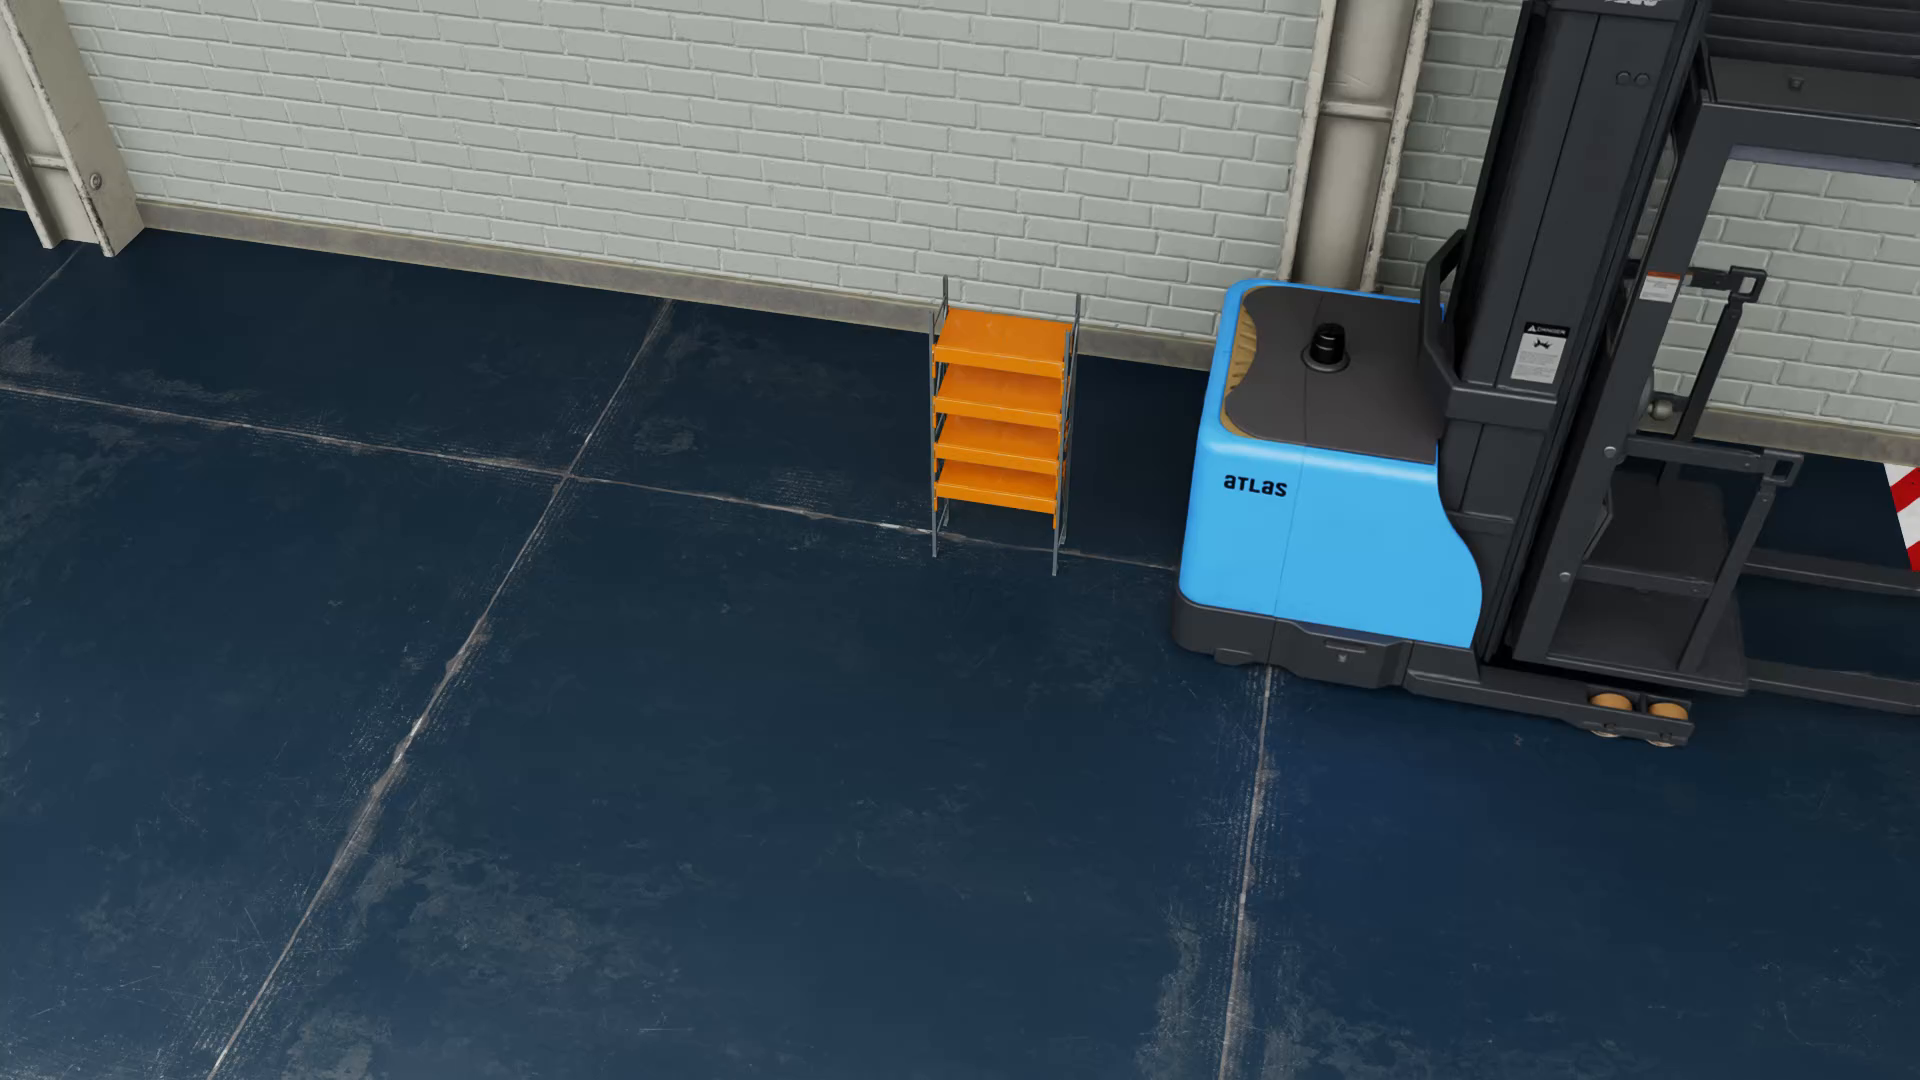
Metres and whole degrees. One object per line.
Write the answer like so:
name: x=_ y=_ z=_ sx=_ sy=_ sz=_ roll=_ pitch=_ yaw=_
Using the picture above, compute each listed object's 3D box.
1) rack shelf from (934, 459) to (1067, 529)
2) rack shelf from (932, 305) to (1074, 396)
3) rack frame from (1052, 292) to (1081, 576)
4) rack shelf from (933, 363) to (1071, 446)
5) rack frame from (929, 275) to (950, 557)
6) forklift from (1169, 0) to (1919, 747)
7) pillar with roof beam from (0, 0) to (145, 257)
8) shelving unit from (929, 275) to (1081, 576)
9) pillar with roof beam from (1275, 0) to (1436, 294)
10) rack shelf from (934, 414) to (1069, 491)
rack shelf: x=0.162 y=-0.216 z=6.492 sx=0.480 sy=0.148 sz=0.258 roll=9 pitch=45 yaw=9
rack shelf: x=0.162 y=-0.690 z=6.035 sx=0.480 sy=0.148 sz=0.258 roll=9 pitch=45 yaw=9
rack frame: x=0.400 y=-0.370 z=6.269 sx=0.015 sy=1.200 sz=0.240 roll=9 pitch=45 yaw=9
rack shelf: x=0.162 y=-0.520 z=6.199 sx=0.480 sy=0.148 sz=0.258 roll=9 pitch=45 yaw=9
rack frame: x=-0.077 y=-0.444 z=6.346 sx=0.015 sy=1.200 sz=0.240 roll=9 pitch=45 yaw=9
forklift: x=2.365 y=-0.721 z=5.385 sx=3.031 sy=2.935 sz=1.130 roll=9 pitch=45 yaw=9
pillar with roof beam: x=-5.273 y=-1.858 z=2.191 sx=0.400 sy=9.000 sz=9.100 roll=9 pitch=45 yaw=9
shelving unit: x=0.162 y=-0.407 z=6.308 sx=0.503 sy=1.200 sz=0.258 roll=9 pitch=45 yaw=9
pillar with roof beam: x=0.582 y=-0.949 z=1.247 sx=0.400 sy=9.000 sz=9.100 roll=9 pitch=45 yaw=9
rack shelf: x=0.162 y=-0.359 z=6.355 sx=0.480 sy=0.148 sz=0.258 roll=9 pitch=45 yaw=9
